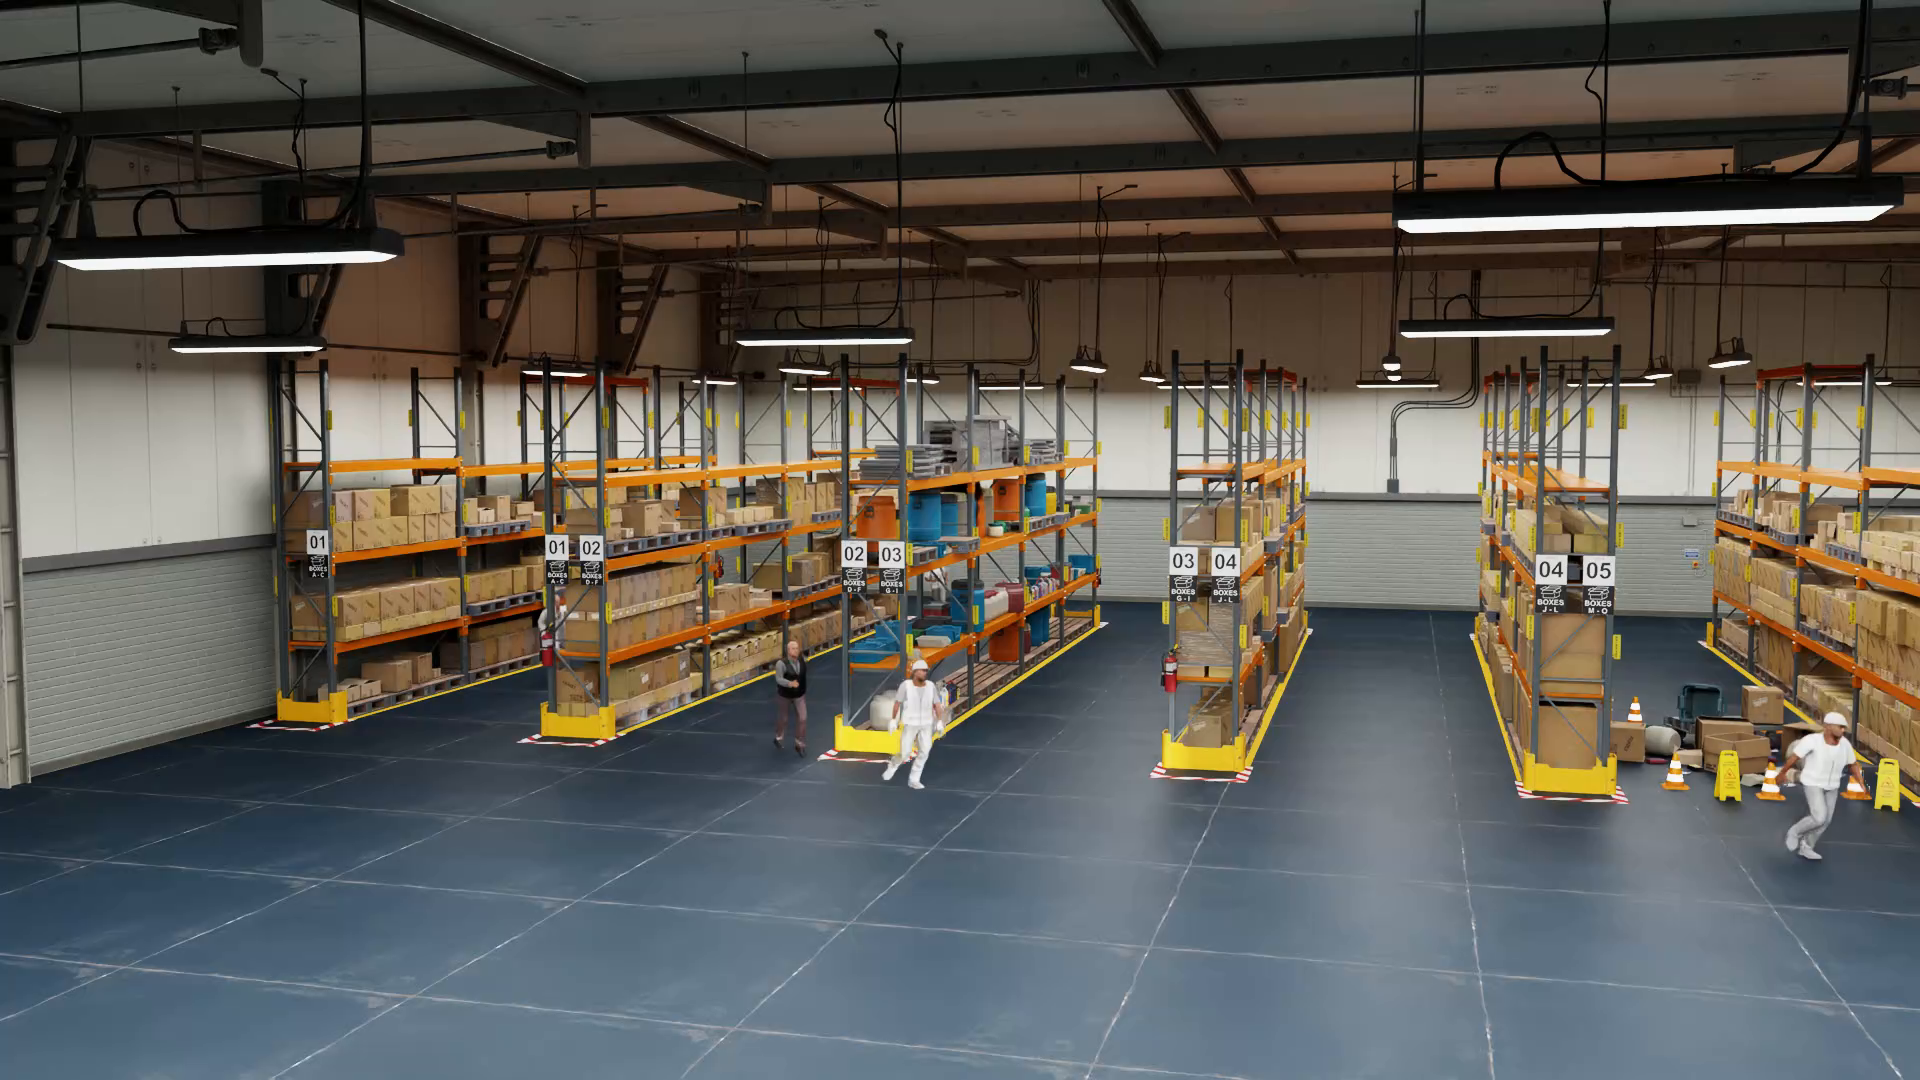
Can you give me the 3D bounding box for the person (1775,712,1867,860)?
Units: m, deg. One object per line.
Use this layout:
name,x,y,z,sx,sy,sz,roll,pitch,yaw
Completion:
person,9.788,2.786,18.841,0.695,1.712,0.811,-1,4,-11

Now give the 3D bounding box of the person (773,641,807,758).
person,-2.510,2.373,24.795,0.605,1.763,1.026,-2,5,-30

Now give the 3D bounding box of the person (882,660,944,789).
person,-0.652,2.498,22.630,0.776,1.746,0.575,-1,4,-18

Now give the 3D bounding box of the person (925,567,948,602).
person,-0.581,1.198,41.375,0.608,1.683,0.882,-1,4,-9

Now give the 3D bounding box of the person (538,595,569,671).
person,-7.606,1.906,31.631,0.717,1.746,0.899,-3,5,-35
